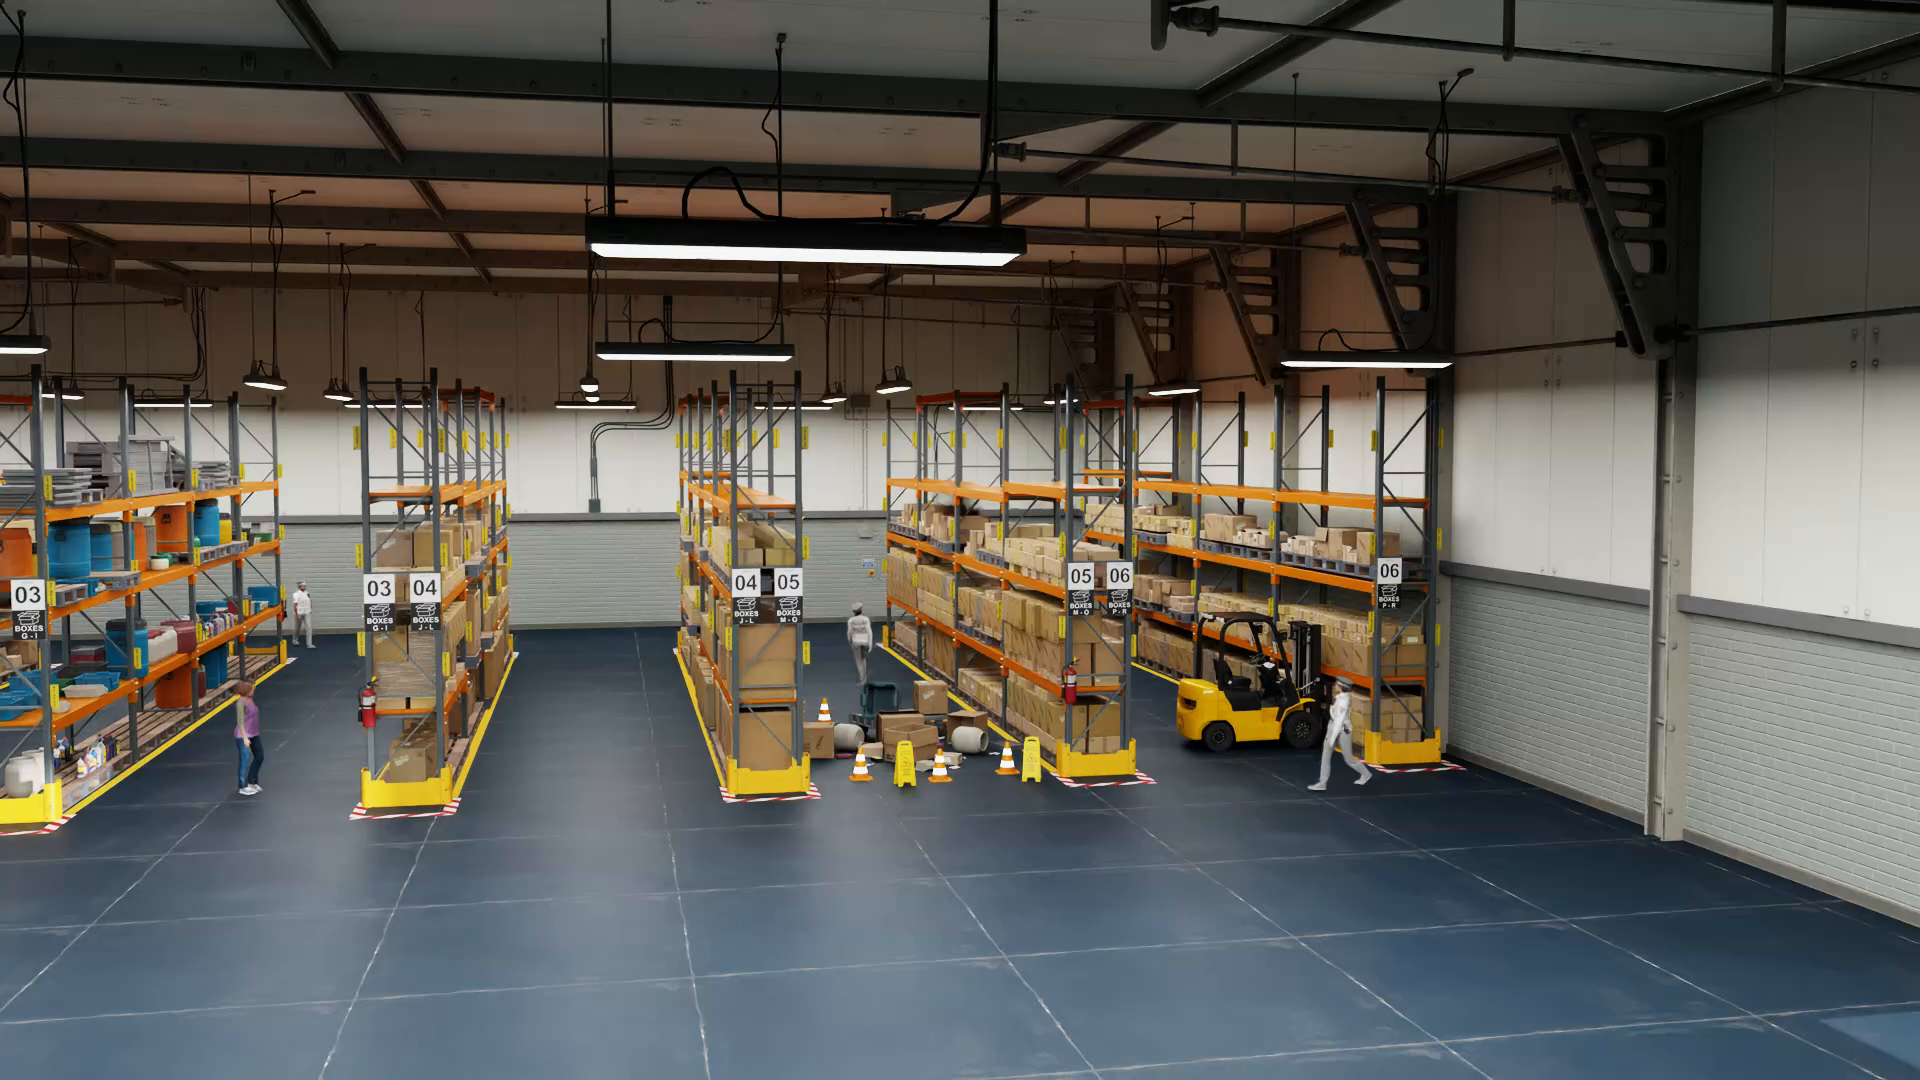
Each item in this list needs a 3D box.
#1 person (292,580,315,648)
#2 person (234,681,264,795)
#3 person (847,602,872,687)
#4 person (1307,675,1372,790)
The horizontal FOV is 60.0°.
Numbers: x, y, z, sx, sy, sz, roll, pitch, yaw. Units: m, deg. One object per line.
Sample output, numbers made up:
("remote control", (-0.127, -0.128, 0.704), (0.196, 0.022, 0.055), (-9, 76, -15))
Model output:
("person", (-15.872, 1.777, 40.140), (0.438, 1.633, 0.983), (-3, 4, -37))
("person", (-10.101, 2.835, 23.586), (0.368, 1.605, 0.461), (1, 4, 15))
("person", (-2.001, 2.070, 32.854), (0.448, 1.716, 0.656), (-1, 4, -22))
("person", (5.459, 2.755, 23.798), (0.956, 1.652, 0.428), (-2, 4, -27))
